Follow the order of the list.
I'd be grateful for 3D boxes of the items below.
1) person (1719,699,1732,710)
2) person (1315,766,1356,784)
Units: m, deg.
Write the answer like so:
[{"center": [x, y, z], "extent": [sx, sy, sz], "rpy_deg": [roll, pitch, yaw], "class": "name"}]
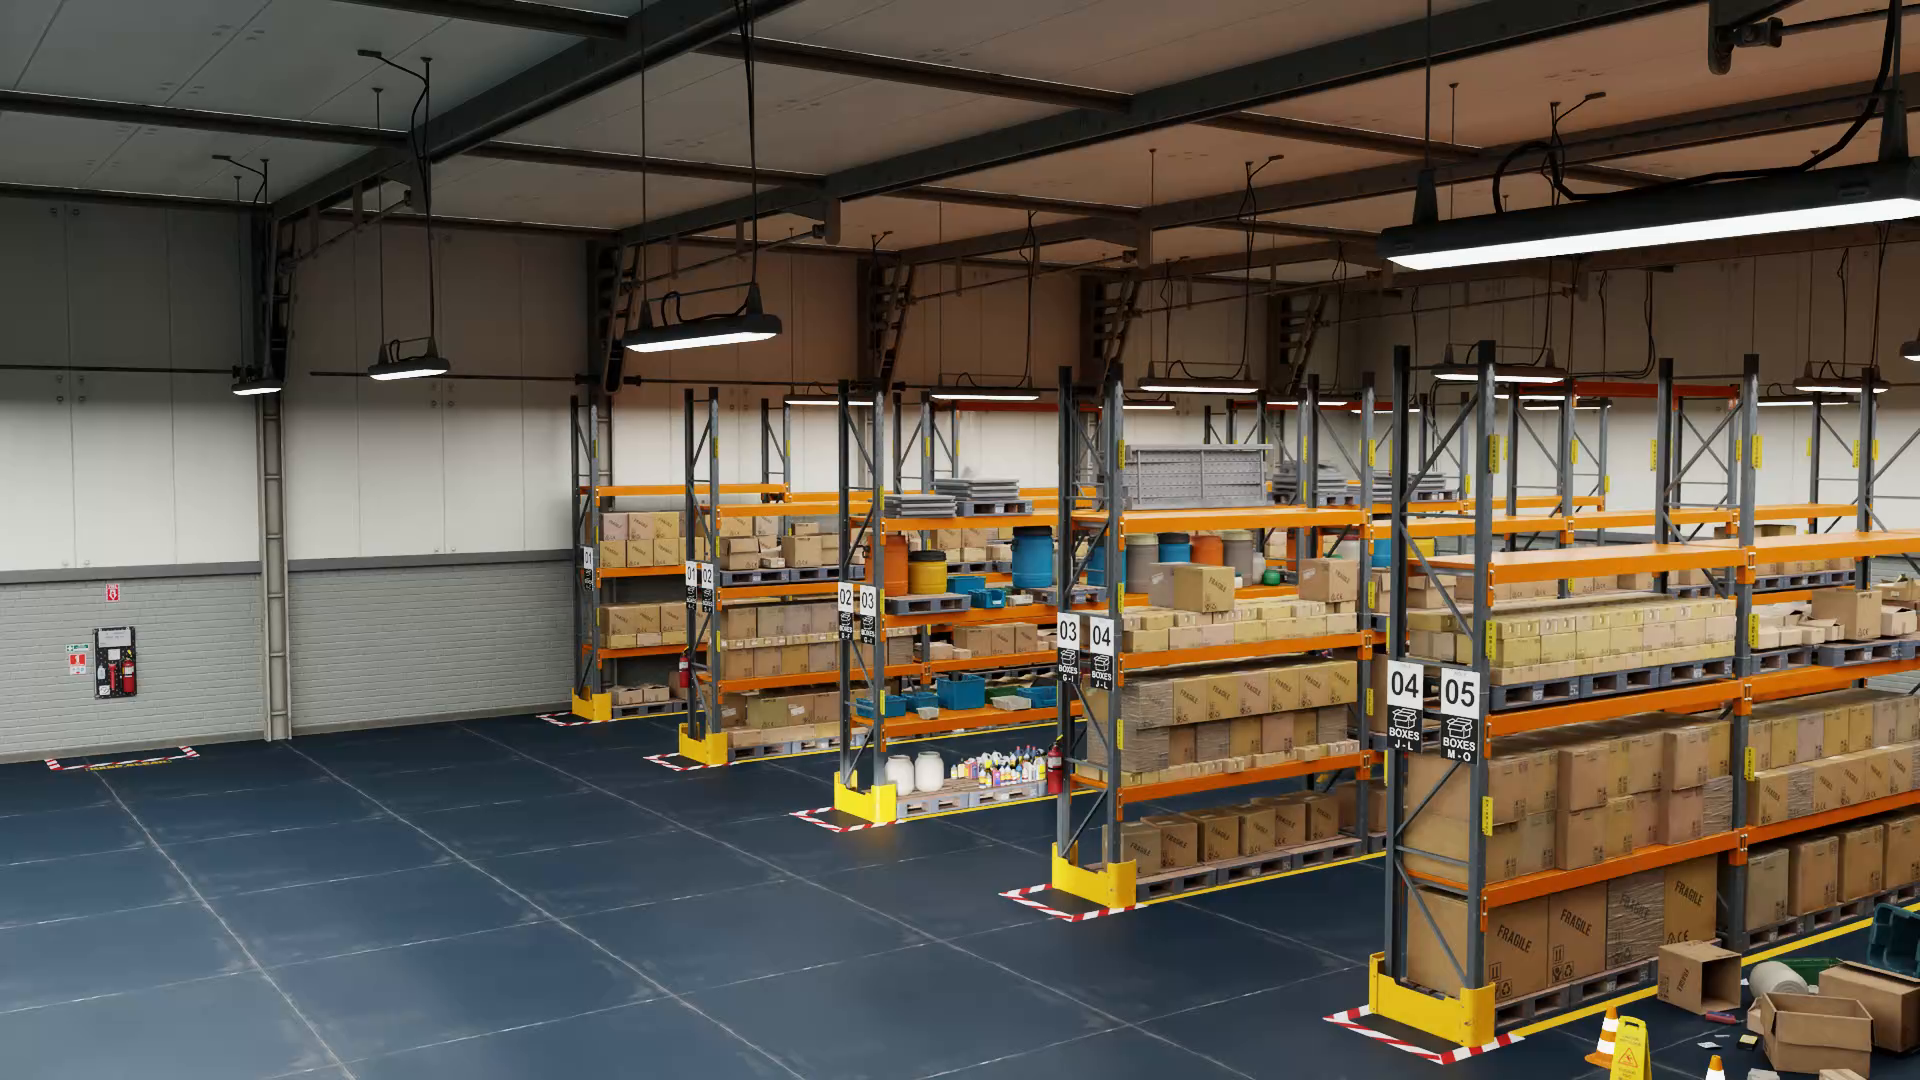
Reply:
[{"center": [10.692, 2.990, 23.235], "extent": [0.567, 1.548, 0.535], "rpy_deg": [-2, 4, -33], "class": "person"}, {"center": [5.837, 2.767, 25.181], "extent": [1.042, 1.777, 0.661], "rpy_deg": [-3, 5, -41], "class": "person"}]
